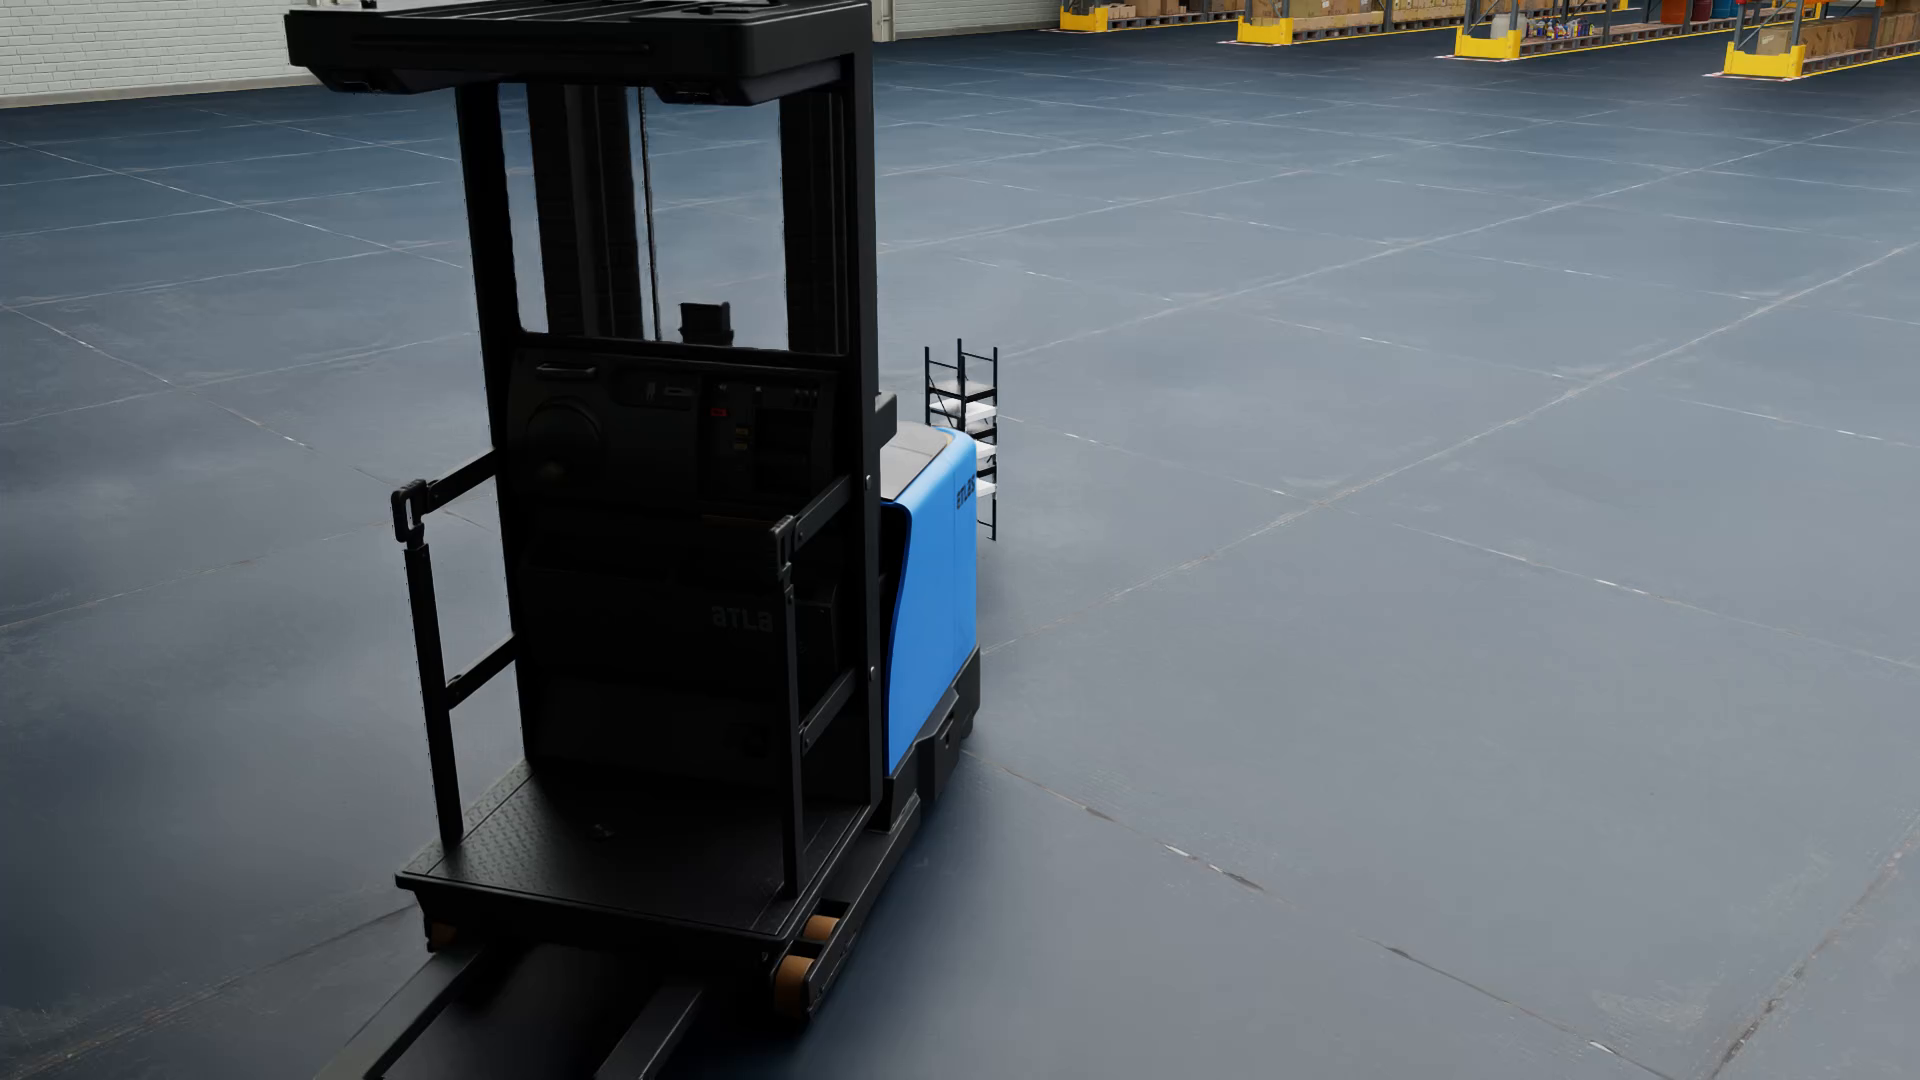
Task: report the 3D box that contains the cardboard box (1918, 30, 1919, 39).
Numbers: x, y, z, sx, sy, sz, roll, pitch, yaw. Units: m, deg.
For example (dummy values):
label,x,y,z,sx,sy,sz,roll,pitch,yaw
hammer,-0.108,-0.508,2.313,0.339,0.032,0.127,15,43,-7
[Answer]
label,x,y,z,sx,sy,sz,roll,pitch,yaw
cardboard box,18.505,-10.096,32.532,0.700,0.500,0.500,17,27,38

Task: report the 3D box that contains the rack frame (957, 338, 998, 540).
label,x,y,z,sx,sy,sz,roll,pitch,yaw
rack frame,0.077,-0.448,7.487,0.240,0.900,0.006,19,28,41

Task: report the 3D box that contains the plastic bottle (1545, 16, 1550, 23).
label,x,y,z,sx,sy,sz,roll,pitch,yaw
plastic bottle,11.758,-10.311,33.300,0.185,0.351,0.144,-19,28,-41

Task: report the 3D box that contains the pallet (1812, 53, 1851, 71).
label,x,y,z,sx,sy,sz,roll,pitch,yaw
pallet,14.873,-8.408,29.156,1.003,0.211,1.213,19,28,41

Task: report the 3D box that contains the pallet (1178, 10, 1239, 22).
label,x,y,z,sx,sy,sz,roll,pitch,yaw
pallet,6.063,-12.825,40.646,1.003,0.211,1.213,19,28,41

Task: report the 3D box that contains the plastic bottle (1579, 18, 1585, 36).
label,x,y,z,sx,sy,sz,roll,pitch,yaw
plastic bottle,12.242,-10.128,32.823,0.144,0.351,0.185,18,27,38

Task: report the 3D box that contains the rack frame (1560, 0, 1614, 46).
label,x,y,z,sx,sy,sz,roll,pitch,yaw
rack frame,12.619,-11.446,33.173,1.000,3.000,0.127,19,28,41

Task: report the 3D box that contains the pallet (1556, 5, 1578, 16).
label,x,y,z,sx,sy,sz,roll,pitch,yaw
pallet,15.133,-13.618,42.711,1.003,0.211,1.213,19,28,41

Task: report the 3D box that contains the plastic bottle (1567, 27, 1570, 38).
label,x,y,z,sx,sy,sz,roll,pitch,yaw
plastic bottle,11.838,-9.897,32.431,0.097,0.201,0.097,0,21,0

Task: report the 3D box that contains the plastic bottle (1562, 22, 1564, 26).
label,x,y,z,sx,sy,sz,roll,pitch,yaw
plastic bottle,11.824,-9.999,32.582,0.061,0.283,0.133,19,28,41

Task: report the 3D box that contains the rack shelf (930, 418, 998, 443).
label,x,y,z,sx,sy,sz,roll,pitch,yaw
rack shelf,0.006,-0.475,7.398,0.258,0.077,0.200,19,28,41

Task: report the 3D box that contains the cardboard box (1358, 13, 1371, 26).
label,x,y,z,sx,sy,sz,roll,pitch,yaw
cardboard box,8.550,-11.299,36.039,0.500,0.250,0.500,19,28,41

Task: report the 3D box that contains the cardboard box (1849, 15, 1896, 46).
label,x,y,z,sx,sy,sz,roll,pitch,yaw
cardboard box,16.957,-9.515,31.021,0.700,0.500,0.500,19,28,40

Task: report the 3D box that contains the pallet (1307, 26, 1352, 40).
label,x,y,z,sx,sy,sz,roll,pitch,yaw
pallet,7.636,-10.876,35.577,1.003,0.211,1.213,19,28,41

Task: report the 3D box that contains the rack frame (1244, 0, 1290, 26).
label,x,y,z,sx,sy,sz,roll,pitch,yaw
rack frame,6.282,-11.659,33.726,1.000,3.000,0.127,19,28,41

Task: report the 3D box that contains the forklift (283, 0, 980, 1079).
label,x,y,z,sx,sy,sz,roll,pitch,yaw
forklift,-0.824,-0.275,4.206,1.130,2.935,3.031,6,22,15

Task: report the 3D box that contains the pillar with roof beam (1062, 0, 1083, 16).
label,x,y,z,sx,sy,sz,roll,pitch,yaw
pillar with roof beam,5.683,-15.017,34.101,9.100,9.000,0.400,19,28,41

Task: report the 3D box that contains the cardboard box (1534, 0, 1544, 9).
label,x,y,z,sx,sy,sz,roll,pitch,yaw
cardboard box,14.163,-13.458,41.279,0.500,0.500,0.500,19,28,41

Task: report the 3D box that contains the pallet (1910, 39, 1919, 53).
label,x,y,z,sx,sy,sz,roll,pitch,yaw
pallet,18.412,-9.733,32.602,1.003,0.211,1.213,19,28,41

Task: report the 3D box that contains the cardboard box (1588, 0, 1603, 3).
label,x,y,z,sx,sy,sz,roll,pitch,yaw
cardboard box,16.557,-14.255,43.701,0.500,0.250,0.500,19,28,41

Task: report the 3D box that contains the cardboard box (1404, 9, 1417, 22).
label,x,y,z,sx,sy,sz,roll,pitch,yaw
cardboard box,9.889,-11.772,37.269,0.500,0.250,0.500,-19,28,-41

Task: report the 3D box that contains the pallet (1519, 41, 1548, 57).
label,x,y,z,sx,sy,sz,roll,pitch,yaw
pallet,10.418,-9.355,31.620,1.003,0.211,1.213,19,28,41

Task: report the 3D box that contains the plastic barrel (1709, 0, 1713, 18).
label,x,y,z,sx,sy,sz,roll,pitch,yaw
plastic barrel,16.856,-12.097,37.749,0.421,0.512,0.421,0,21,0

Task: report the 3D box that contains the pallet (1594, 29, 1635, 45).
label,x,y,z,sx,sy,sz,roll,pitch,yaw
pallet,13.139,-10.356,34.224,1.003,0.211,1.213,19,28,41

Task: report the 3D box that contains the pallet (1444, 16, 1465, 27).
label,x,y,z,sx,sy,sz,roll,pitch,yaw
pallet,11.261,-12.212,39.052,1.003,0.211,1.213,19,28,41

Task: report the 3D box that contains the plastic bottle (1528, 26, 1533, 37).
label,x,y,z,sx,sy,sz,roll,pitch,yaw
plastic bottle,11.190,-9.966,32.610,0.097,0.201,0.097,0,21,0

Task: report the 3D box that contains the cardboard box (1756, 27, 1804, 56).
label,x,y,z,sx,sy,sz,roll,pitch,yaw
cardboard box,13.825,-8.364,28.053,0.500,0.500,0.500,-14,25,-32

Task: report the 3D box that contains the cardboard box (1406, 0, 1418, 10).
label,x,y,z,sx,sy,sz,roll,pitch,yaw
cardboard box,9.892,-12.032,37.164,0.500,0.311,0.500,19,28,40

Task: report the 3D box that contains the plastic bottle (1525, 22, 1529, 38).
label,x,y,z,sx,sy,sz,roll,pitch,yaw
plastic bottle,11.068,-9.969,32.502,0.061,0.283,0.133,19,28,41

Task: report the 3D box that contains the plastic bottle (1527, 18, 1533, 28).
label,x,y,z,sx,sy,sz,roll,pitch,yaw
plastic bottle,11.200,-10.106,32.765,0.185,0.351,0.144,-19,28,-40

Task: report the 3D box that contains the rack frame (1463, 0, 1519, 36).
label,x,y,z,sx,sy,sz,roll,pitch,yaw
rack frame,9.828,-10.418,30.498,1.000,3.000,0.127,19,28,41

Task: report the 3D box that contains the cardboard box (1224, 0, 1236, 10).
label,x,y,z,sx,sy,sz,roll,pitch,yaw
cardboard box,6.347,-13.303,40.875,0.700,0.500,0.500,19,28,40

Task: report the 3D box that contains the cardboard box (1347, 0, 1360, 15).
label,x,y,z,sx,sy,sz,roll,pitch,yaw
cardboard box,8.202,-11.520,35.569,0.500,0.500,0.500,19,28,41

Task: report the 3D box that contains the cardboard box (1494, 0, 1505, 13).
label,x,y,z,sx,sy,sz,roll,pitch,yaw
cardboard box,12.746,-12.935,39.918,0.500,0.500,0.500,18,27,39

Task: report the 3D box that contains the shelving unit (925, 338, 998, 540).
label,x,y,z,sx,sy,sz,roll,pitch,yaw
shelving unit,0.006,-0.422,7.419,0.258,0.900,0.210,19,28,41

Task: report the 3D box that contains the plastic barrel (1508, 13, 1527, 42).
label,x,y,z,sx,sy,sz,roll,pitch,yaw
plastic barrel,10.582,-9.770,31.694,0.421,0.512,0.421,0,21,0

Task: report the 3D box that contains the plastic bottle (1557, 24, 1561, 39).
label,x,y,z,sx,sy,sz,roll,pitch,yaw
plastic bottle,11.555,-9.826,32.148,0.097,0.271,0.097,0,21,0

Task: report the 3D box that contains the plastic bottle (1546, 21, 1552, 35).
label,x,y,z,sx,sy,sz,roll,pitch,yaw
plastic bottle,11.744,-10.207,33.139,0.097,0.271,0.097,0,21,0

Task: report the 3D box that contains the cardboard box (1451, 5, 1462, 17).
label,x,y,z,sx,sy,sz,roll,pitch,yaw
cardboard box,11.313,-12.298,38.637,0.500,0.250,0.500,19,28,40

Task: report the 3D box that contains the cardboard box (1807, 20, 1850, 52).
label,x,y,z,sx,sy,sz,roll,pitch,yaw
cardboard box,15.466,-8.994,29.692,0.500,0.500,0.500,-11,23,-25

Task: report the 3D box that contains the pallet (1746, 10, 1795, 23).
label,x,y,z,sx,sy,sz,roll,pitch,yaw
pallet,19.536,-12.715,40.361,1.003,0.211,1.213,19,28,41

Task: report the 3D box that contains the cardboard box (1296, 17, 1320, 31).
label,x,y,z,sx,sy,sz,roll,pitch,yaw
cardboard box,7.162,-10.783,34.695,0.500,0.250,0.500,19,28,41

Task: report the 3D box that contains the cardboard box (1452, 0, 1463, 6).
label,x,y,z,sx,sy,sz,roll,pitch,yaw
cardboard box,11.316,-12.558,38.531,0.500,0.311,0.500,19,28,40

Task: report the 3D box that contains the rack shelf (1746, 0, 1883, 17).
label,x,y,z,sx,sy,sz,roll,pitch,yaw
rack shelf,14.772,-9.357,28.740,1.077,0.370,4.000,19,28,41

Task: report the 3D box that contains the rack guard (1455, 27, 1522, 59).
label,x,y,z,sx,sy,sz,roll,pitch,yaw
rack guard,9.848,-9.282,31.028,1.175,0.500,0.348,19,28,41

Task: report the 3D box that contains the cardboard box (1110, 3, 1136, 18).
label,x,y,z,sx,sy,sz,roll,pitch,yaw
cardboard box,3.675,-12.150,38.138,0.500,0.311,0.500,-17,27,-38
